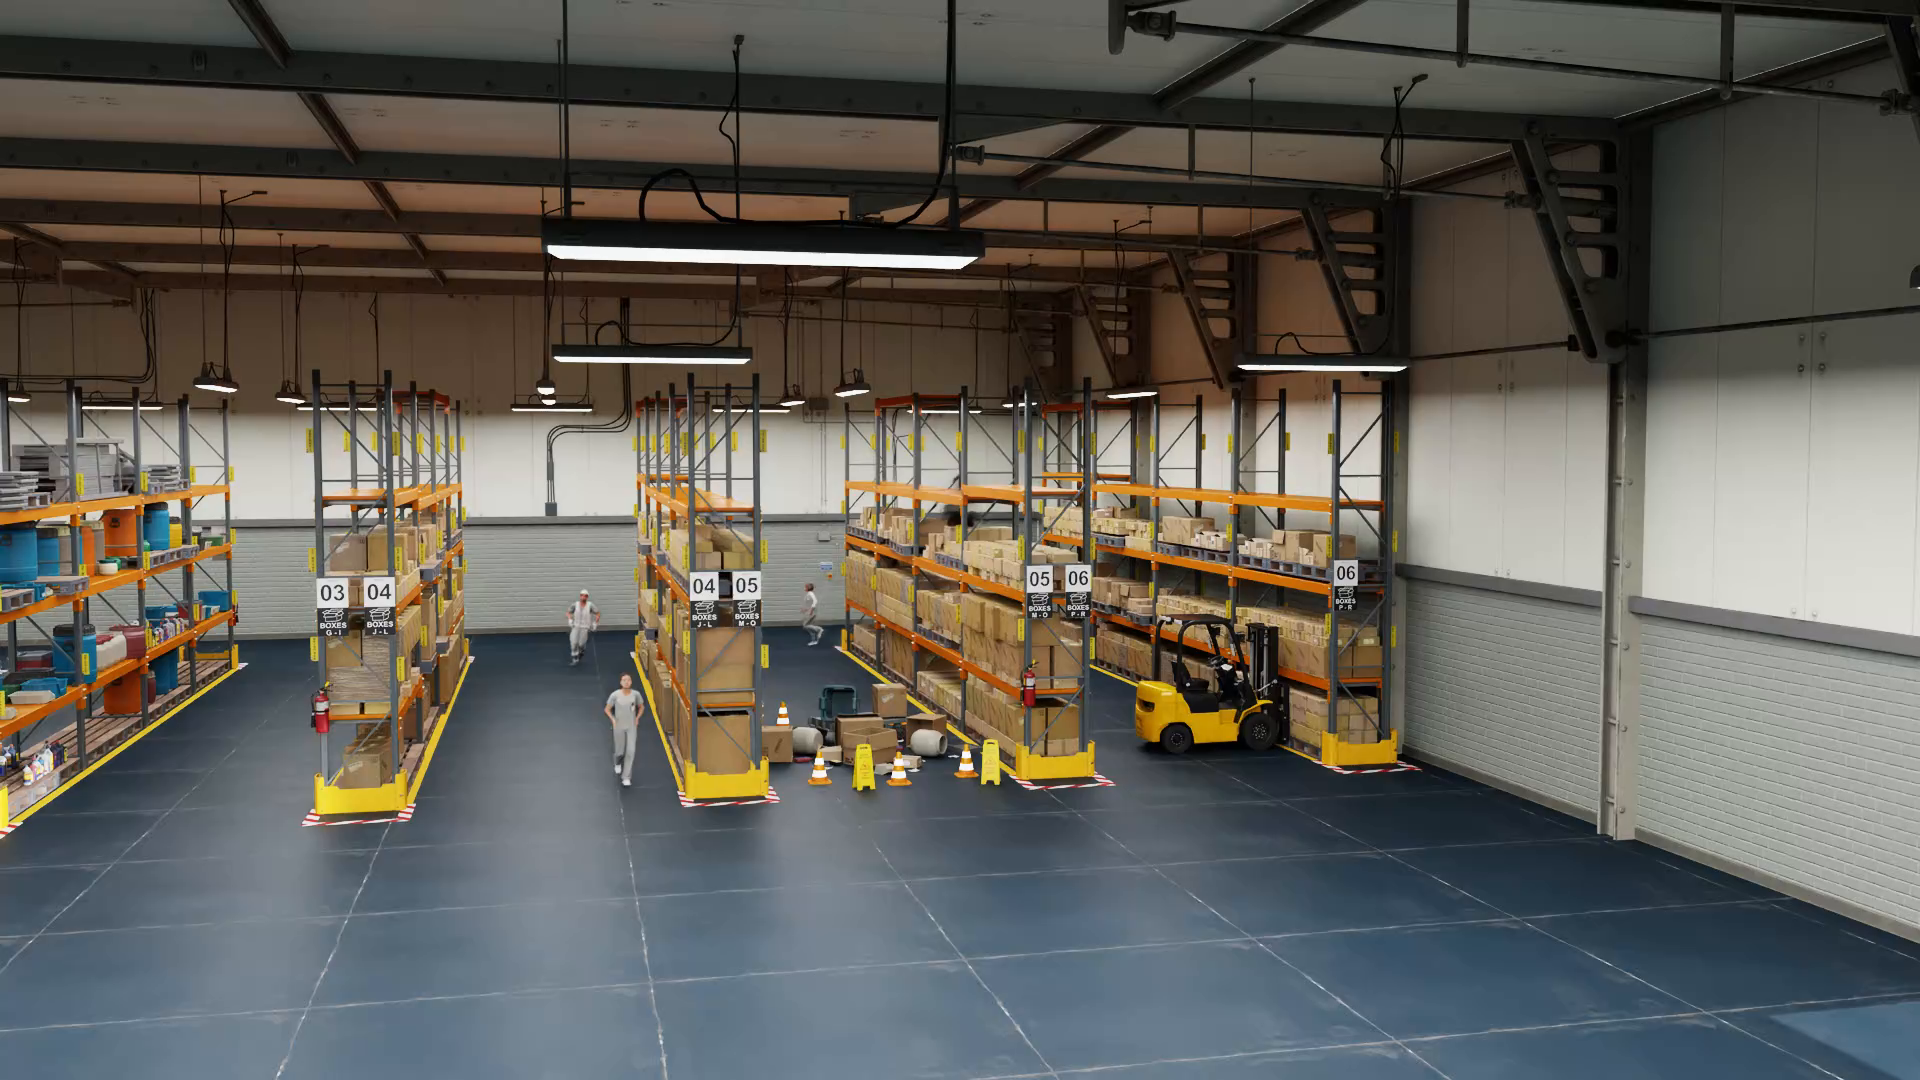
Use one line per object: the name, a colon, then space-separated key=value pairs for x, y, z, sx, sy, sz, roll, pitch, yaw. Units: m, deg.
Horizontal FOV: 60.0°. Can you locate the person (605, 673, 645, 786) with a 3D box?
person: x=-4.932 y=2.763 z=24.523 sx=0.582 sy=1.638 sz=0.723 roll=-1 pitch=4 yaw=-20

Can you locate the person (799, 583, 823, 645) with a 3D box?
person: x=-3.709 y=1.844 z=41.439 sx=0.609 sy=1.561 sz=0.562 roll=0 pitch=3 yaw=-4

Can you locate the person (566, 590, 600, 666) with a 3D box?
person: x=-8.536 y=1.975 z=37.608 sx=0.751 sy=1.719 sz=0.573 roll=0 pitch=3 yaw=-1
